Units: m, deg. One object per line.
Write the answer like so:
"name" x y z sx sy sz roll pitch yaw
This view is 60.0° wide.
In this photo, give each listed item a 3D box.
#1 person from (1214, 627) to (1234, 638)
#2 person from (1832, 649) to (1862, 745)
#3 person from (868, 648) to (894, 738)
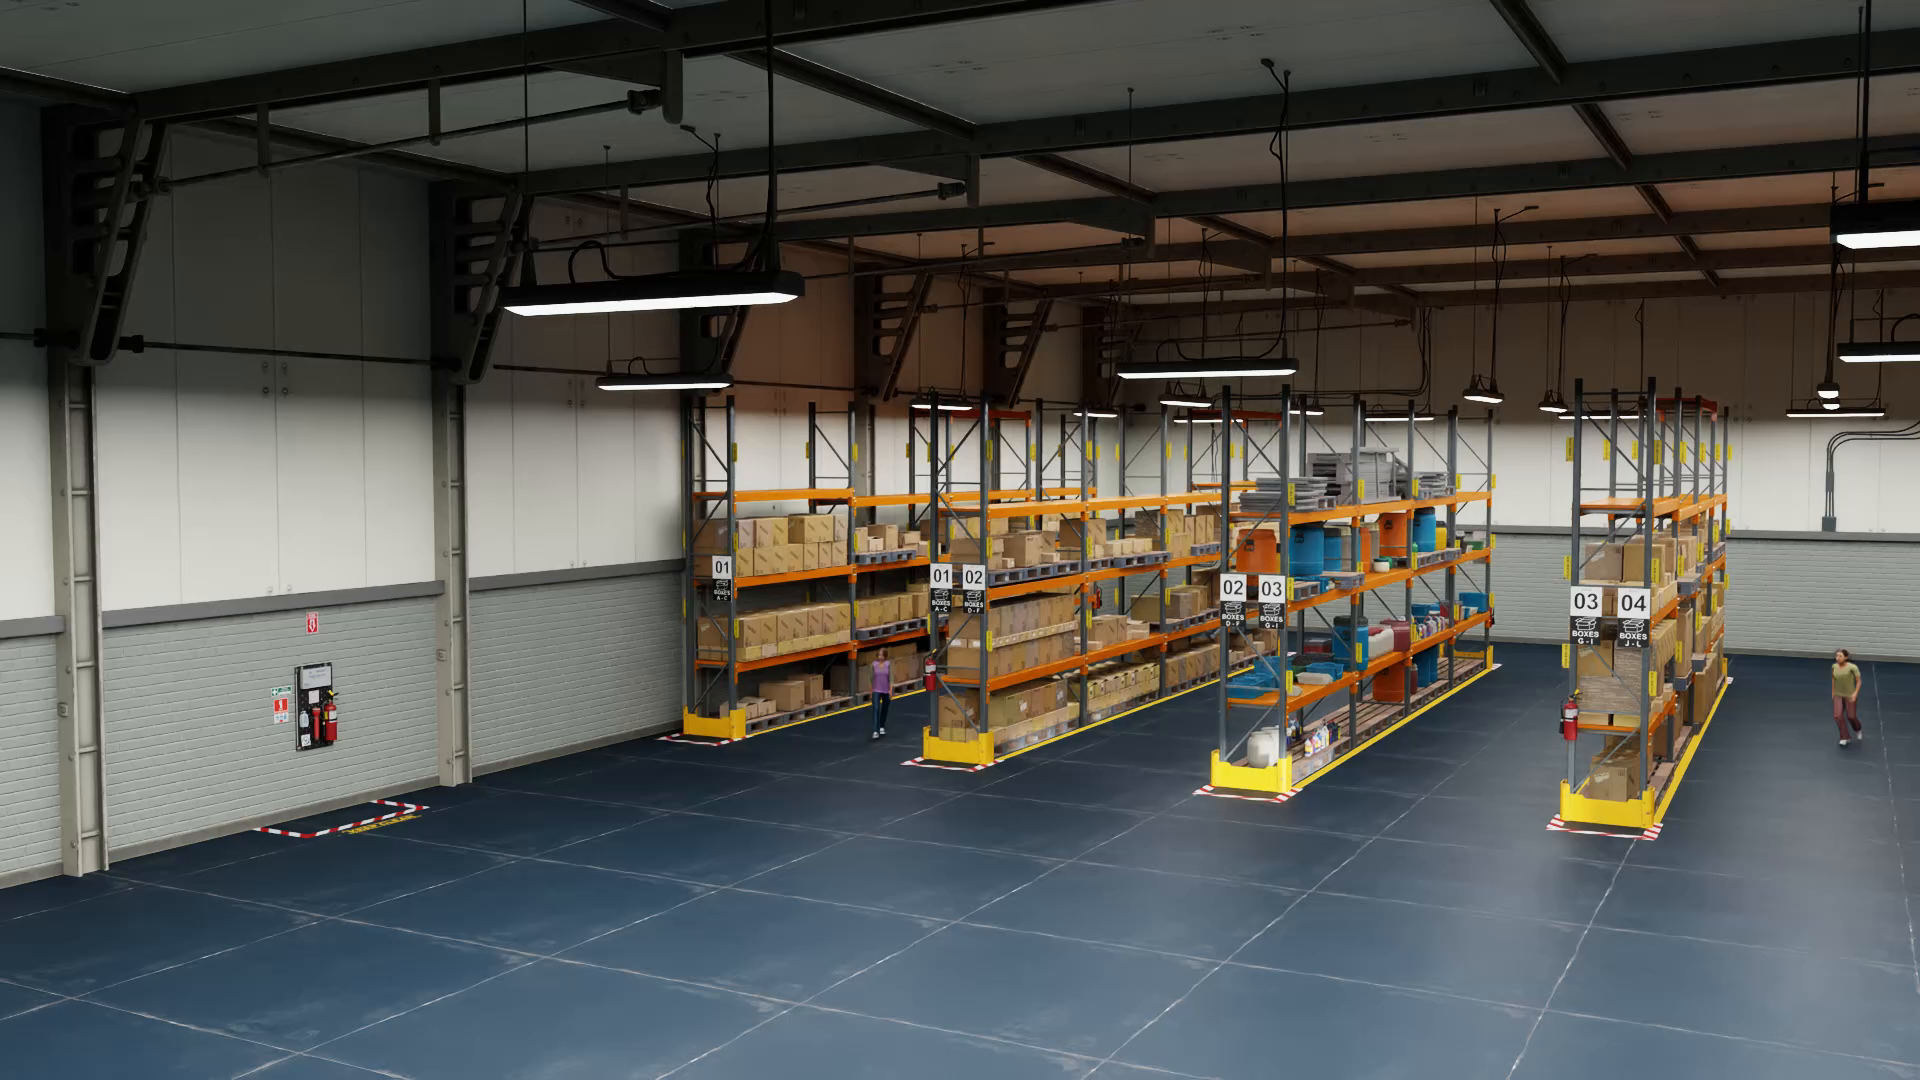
"person" 6.853 1.908 42.820 0.499 1.659 0.589 -3 4 -44
"person" 15.301 2.679 28.653 0.647 1.644 0.503 -3 4 -42
"person" -1.380 2.673 29.144 0.438 1.561 0.874 -1 3 -12
